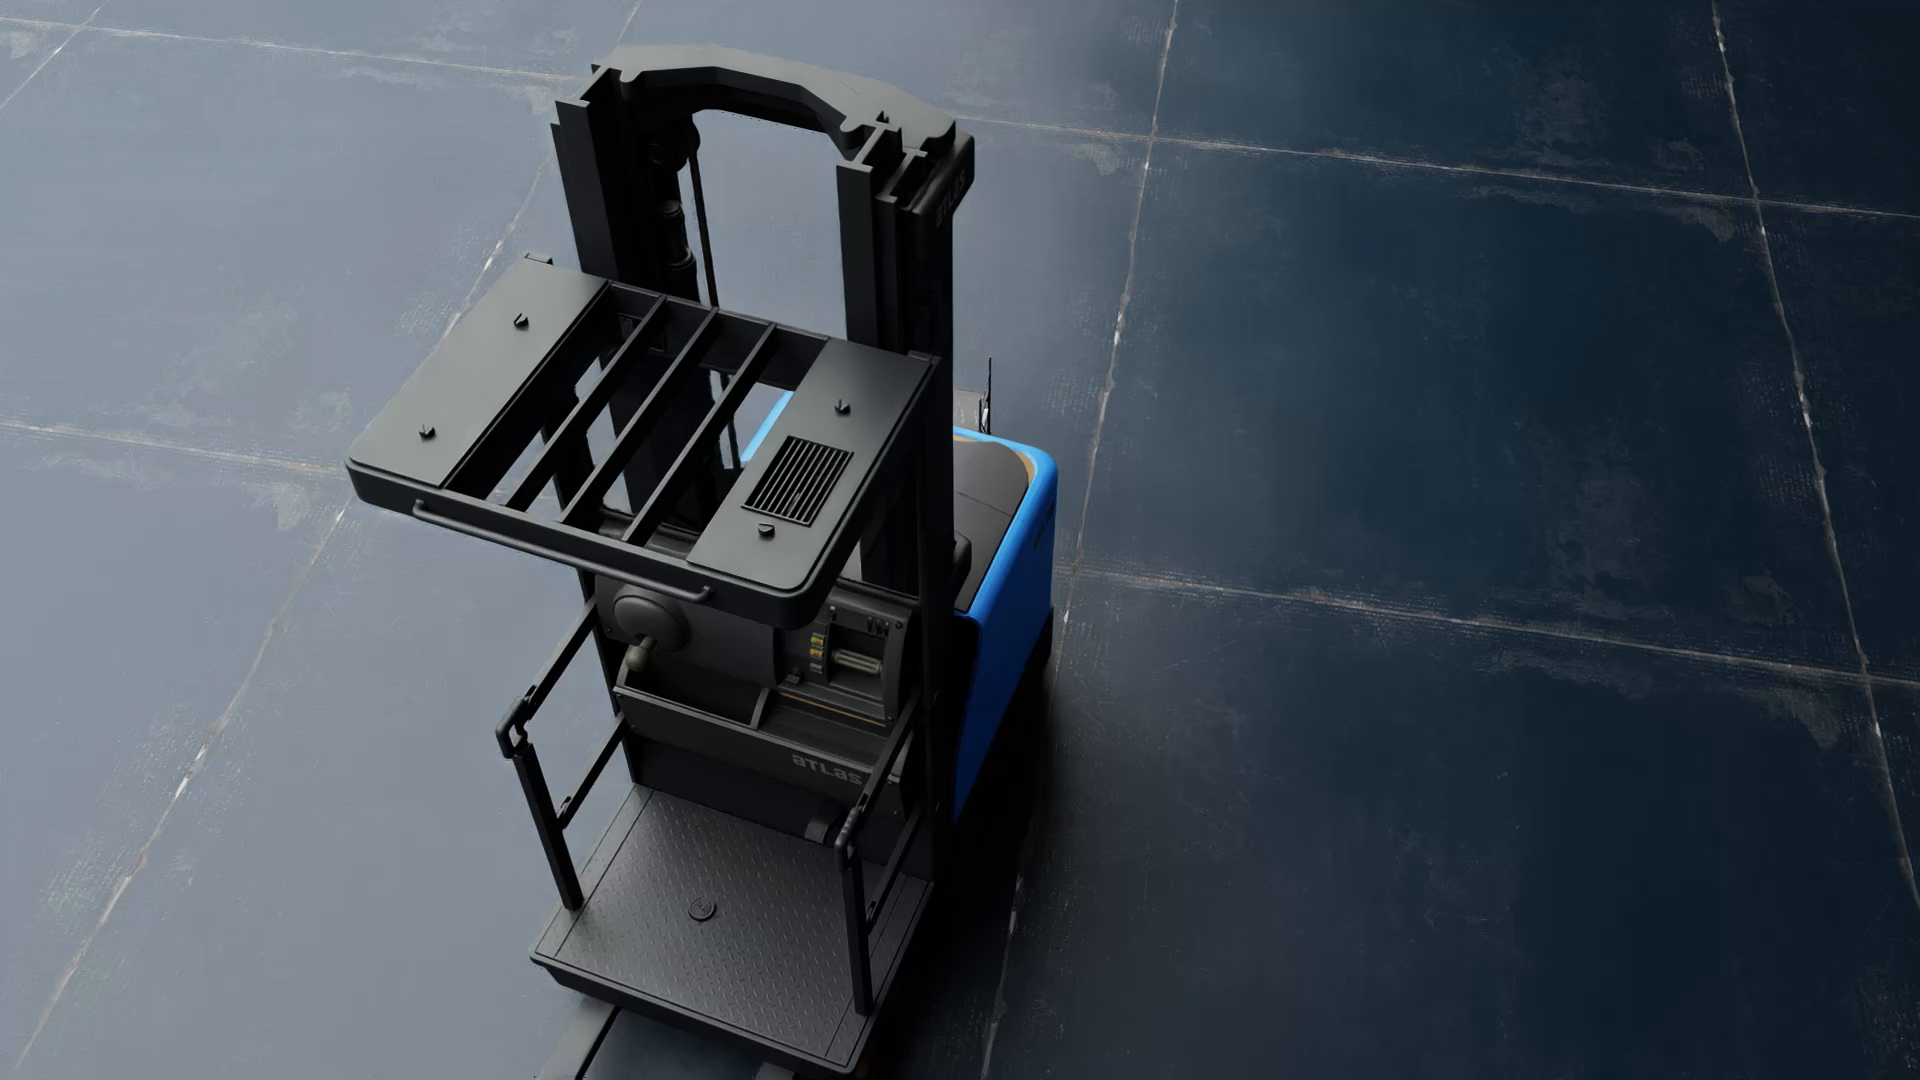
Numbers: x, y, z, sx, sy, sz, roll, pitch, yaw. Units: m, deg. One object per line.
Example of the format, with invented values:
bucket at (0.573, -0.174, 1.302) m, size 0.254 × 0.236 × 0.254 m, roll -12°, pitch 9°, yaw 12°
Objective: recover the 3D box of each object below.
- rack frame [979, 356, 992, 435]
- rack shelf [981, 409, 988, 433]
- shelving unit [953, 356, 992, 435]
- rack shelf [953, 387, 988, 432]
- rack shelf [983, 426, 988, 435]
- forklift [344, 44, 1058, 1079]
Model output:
rack frame at (0.092, -0.288, 6.376) m, size 0.006 × 0.900 × 0.240 m, roll 8°, pitch 49°, yaw 7°
rack shelf at (-0.008, -0.400, 6.279) m, size 0.200 × 0.077 × 0.258 m, roll 8°, pitch 49°, yaw 7°
shelving unit at (-0.008, -0.302, 6.388) m, size 0.210 × 0.900 × 0.258 m, roll 8°, pitch 49°, yaw 7°
rack shelf at (-0.008, -0.460, 6.212) m, size 0.200 × 0.077 × 0.258 m, roll 8°, pitch 49°, yaw 7°
rack shelf at (-0.008, -0.340, 6.346) m, size 0.200 × 0.077 × 0.258 m, roll 8°, pitch 49°, yaw 7°
forklift at (-0.656, 0.345, 4.442) m, size 1.130 × 2.935 × 3.031 m, roll 16°, pitch 50°, yaw 14°
